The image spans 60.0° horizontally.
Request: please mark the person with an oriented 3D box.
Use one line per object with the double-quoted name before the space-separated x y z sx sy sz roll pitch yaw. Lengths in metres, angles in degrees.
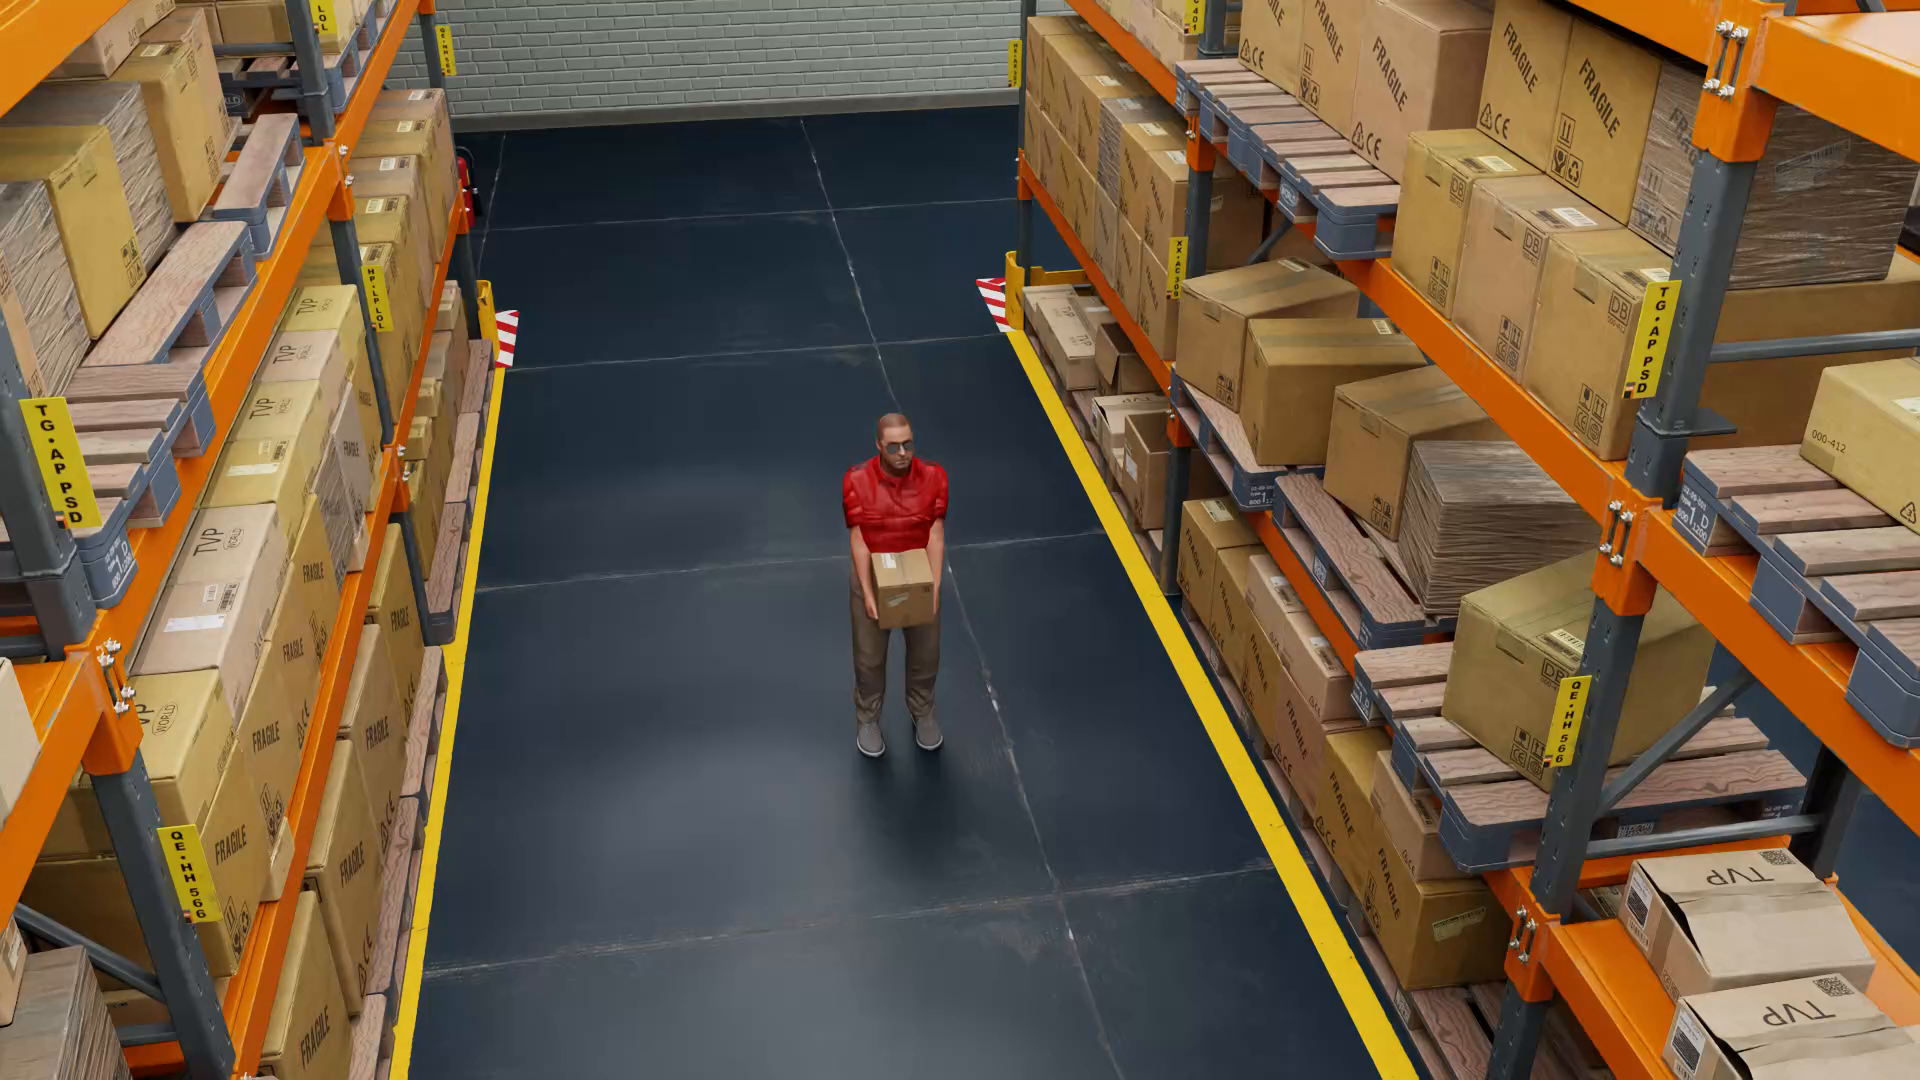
"person" -0.275 0.253 7.736 0.490 1.724 0.542 -5 31 -9
